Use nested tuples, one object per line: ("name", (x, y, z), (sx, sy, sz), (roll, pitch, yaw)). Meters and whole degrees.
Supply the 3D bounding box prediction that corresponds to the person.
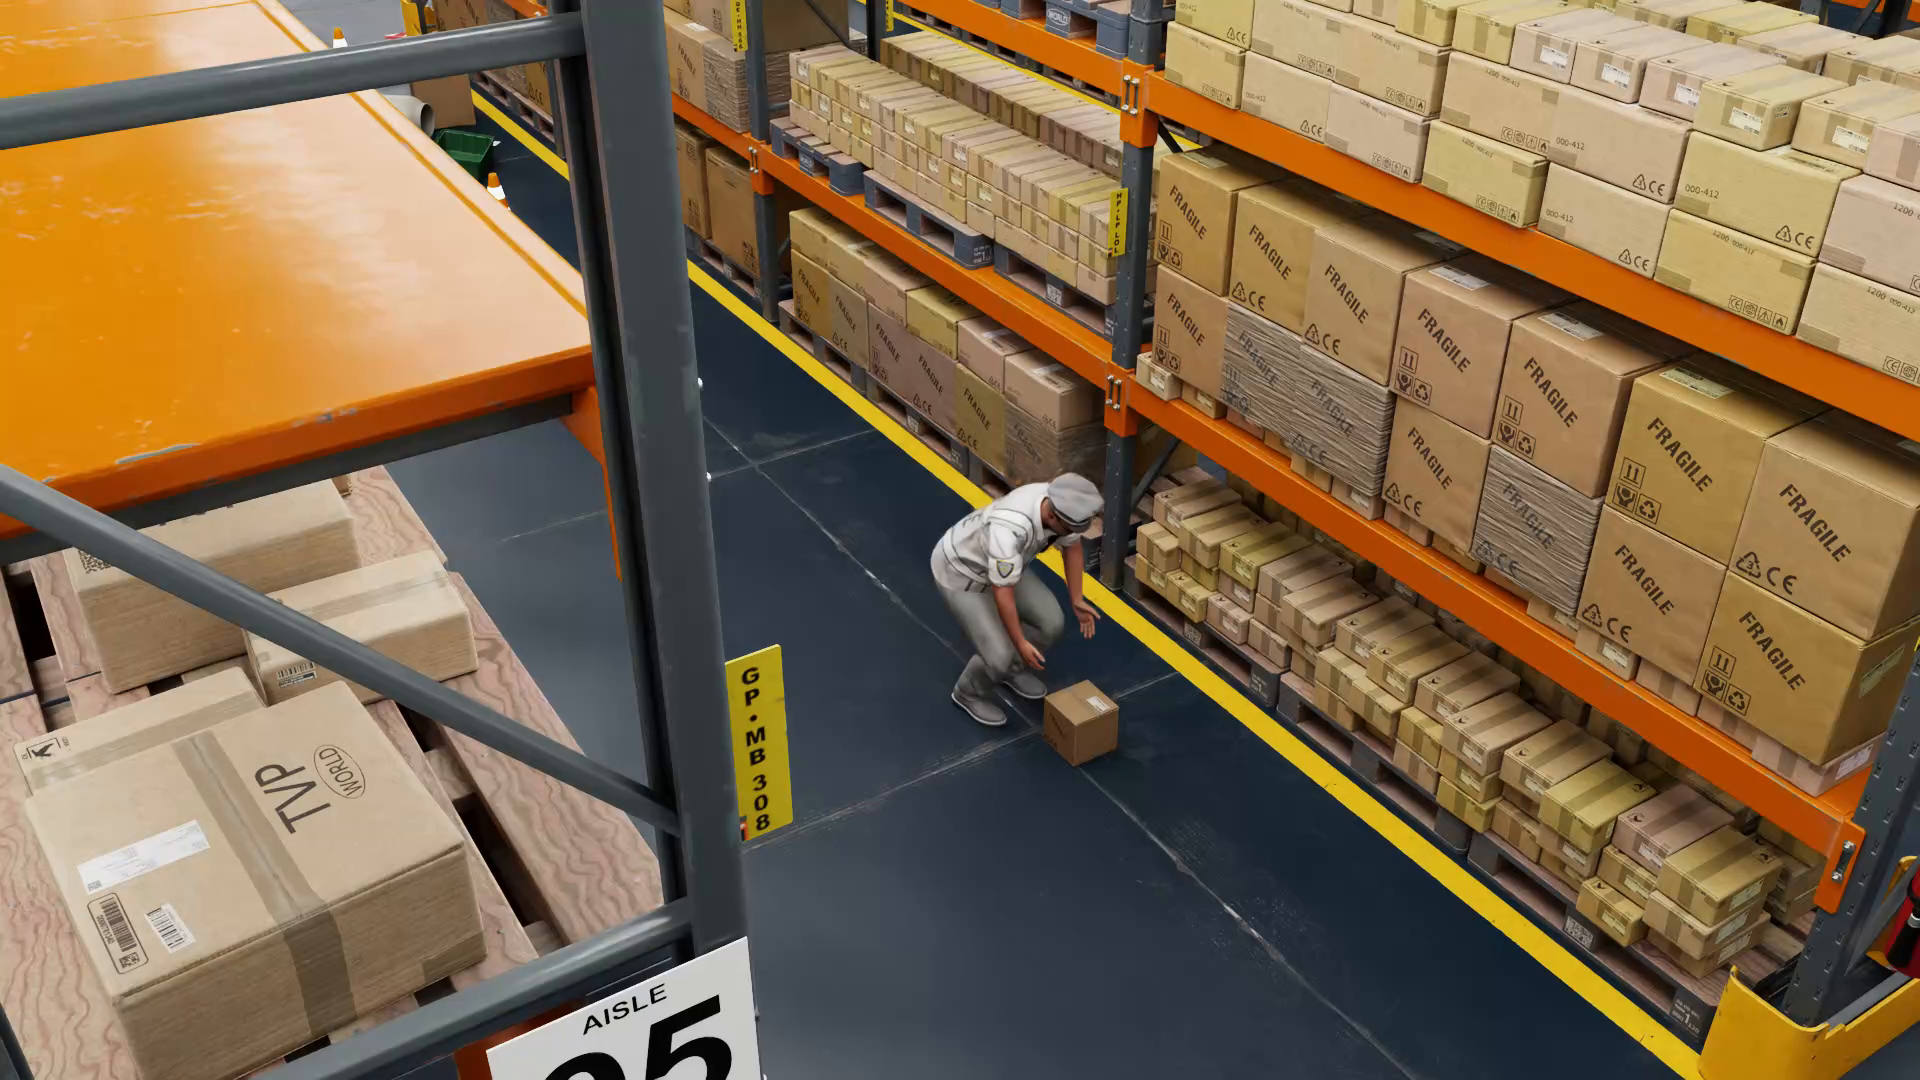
("person", (0.277, 0.220, 7.732), (0.841, 1.351, 0.589), (27, 41, 36))
